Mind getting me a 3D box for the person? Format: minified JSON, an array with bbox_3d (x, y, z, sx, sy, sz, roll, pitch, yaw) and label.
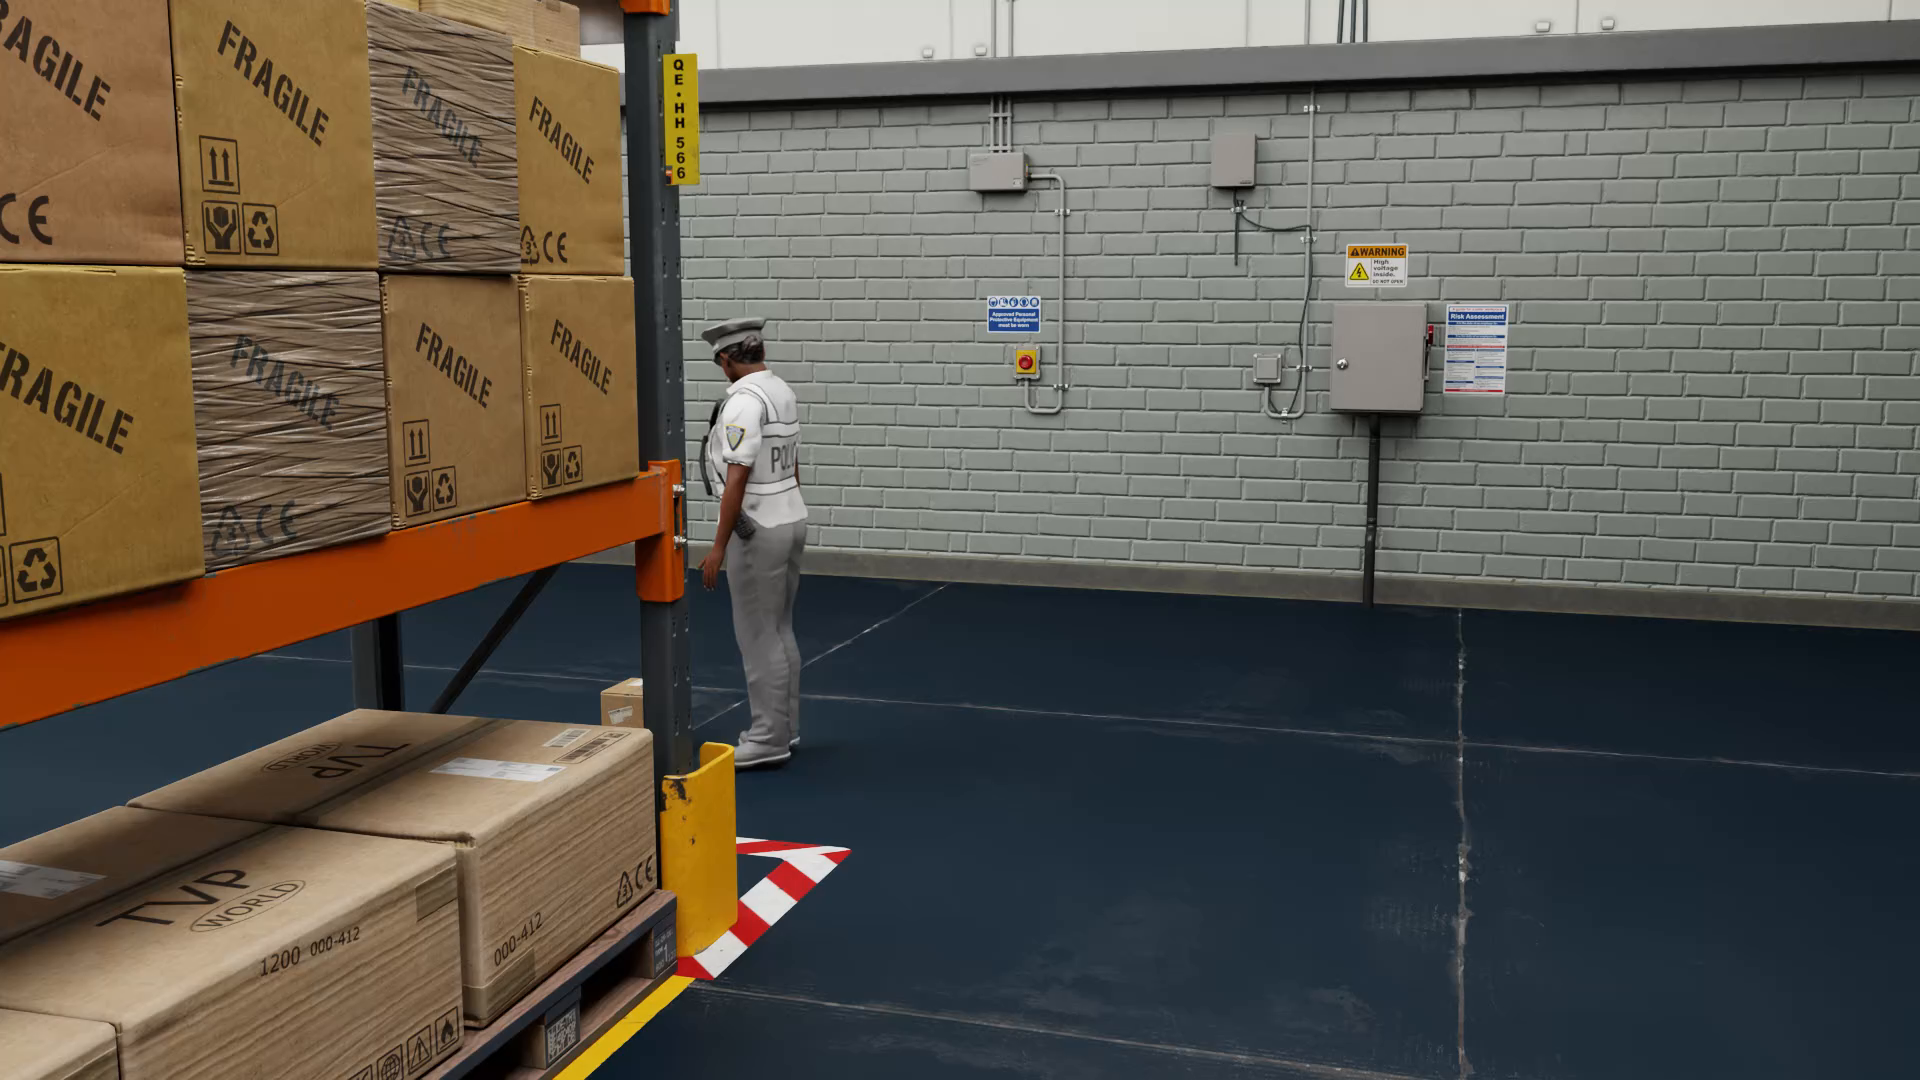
[{"bbox_3d":[-0.780,0.013,6.202,0.397,1.672,0.537,2,9,11],"label":"person"}]
